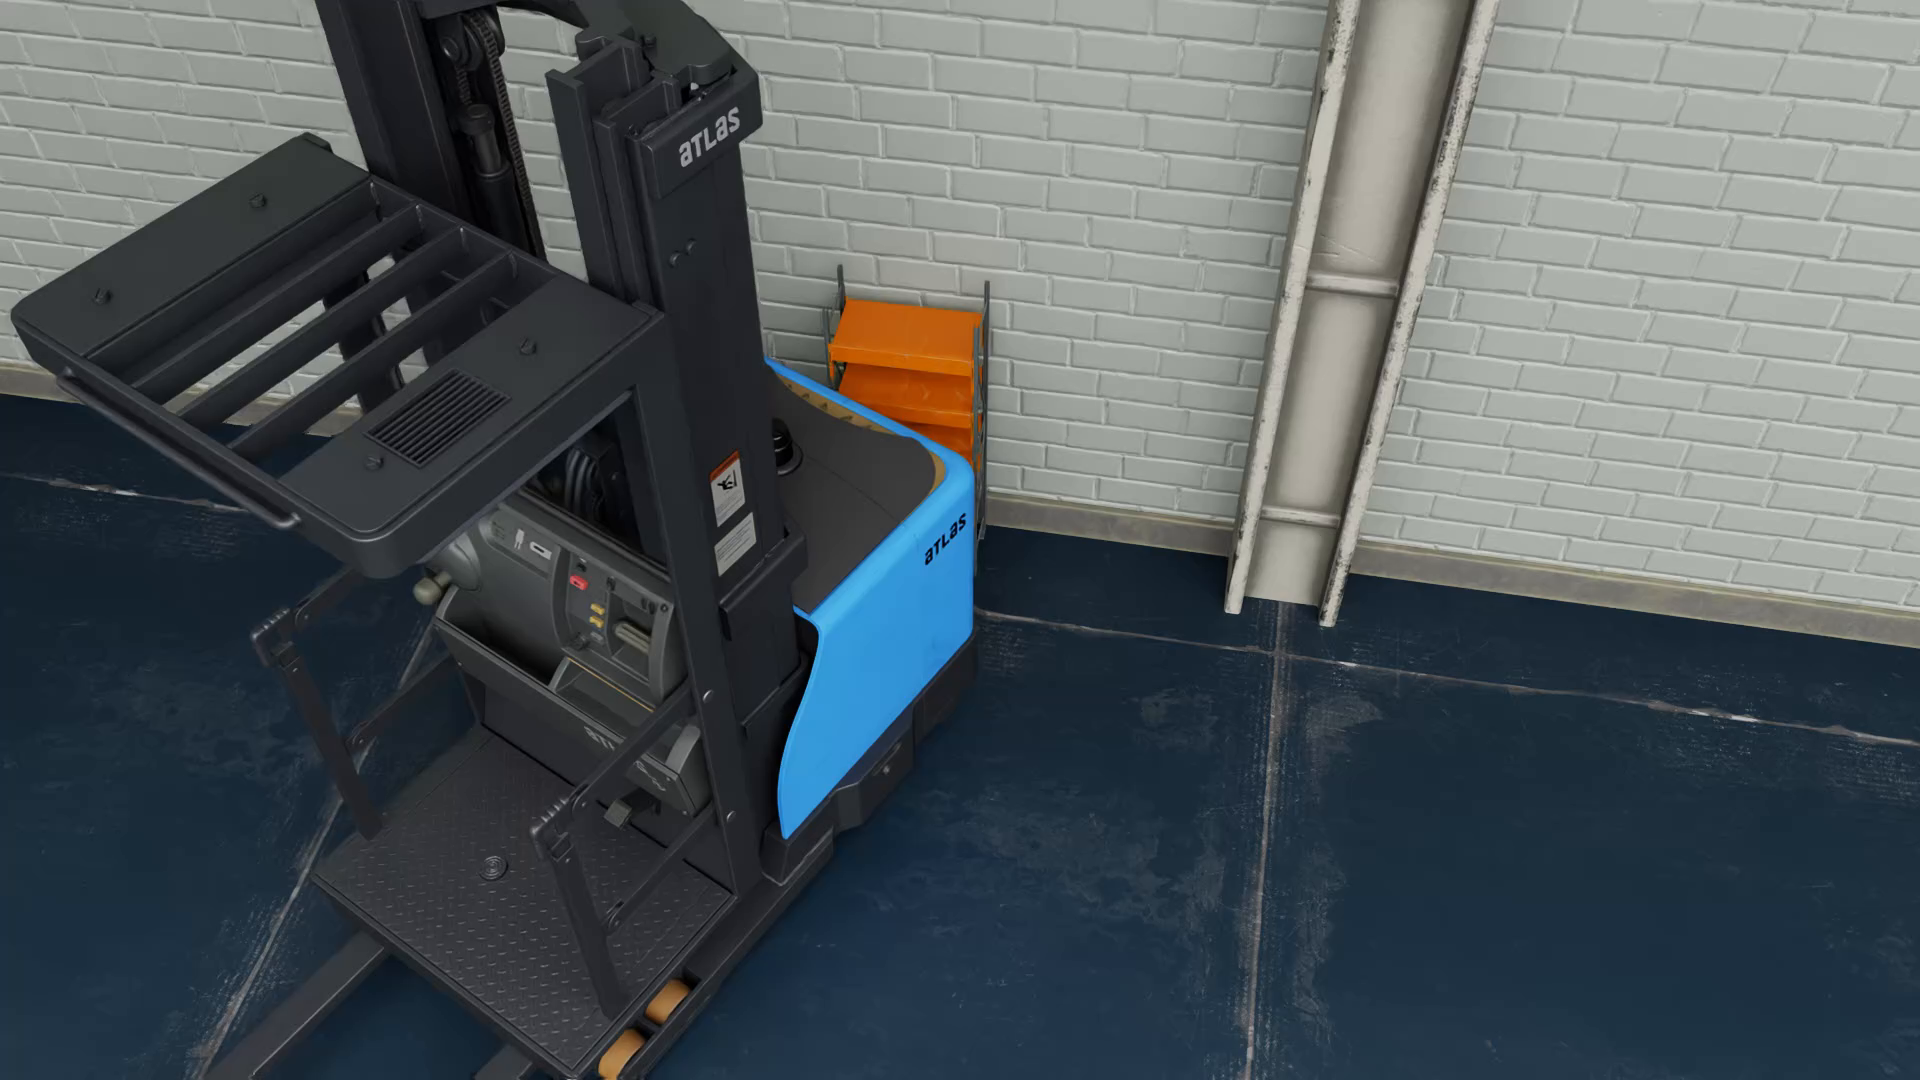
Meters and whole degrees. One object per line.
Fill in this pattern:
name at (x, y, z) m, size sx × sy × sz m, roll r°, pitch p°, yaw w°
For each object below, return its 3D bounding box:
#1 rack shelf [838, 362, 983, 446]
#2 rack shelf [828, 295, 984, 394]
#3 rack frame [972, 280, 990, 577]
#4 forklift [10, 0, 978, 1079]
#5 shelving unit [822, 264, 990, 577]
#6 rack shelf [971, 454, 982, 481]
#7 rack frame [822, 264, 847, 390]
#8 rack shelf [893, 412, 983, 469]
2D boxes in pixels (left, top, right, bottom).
rack shelf at (-0.171, -0.489, 5.672) m, size 0.480 × 0.148 × 0.258 m, roll 7°, pitch 49°, yaw 6°
rack shelf at (-0.171, -0.646, 5.496) m, size 0.480 × 0.148 × 0.258 m, roll 7°, pitch 49°, yaw 6°
rack frame at (0.070, -0.354, 5.761) m, size 0.015 × 1.200 × 0.240 m, roll 7°, pitch 49°, yaw 6°
forklift at (-1.204, 0.188, 4.111) m, size 1.130 × 2.935 × 3.031 m, roll 28°, pitch 54°, yaw 23°
shelving unit at (-0.171, -0.384, 5.788) m, size 0.503 × 1.200 × 0.258 m, roll 7°, pitch 49°, yaw 6°
rack shelf at (-0.171, -0.207, 5.986) m, size 0.480 × 0.148 × 0.258 m, roll 7°, pitch 49°, yaw 6°
rack frame at (-0.411, -0.415, 5.816) m, size 0.015 × 1.200 × 0.240 m, roll 7°, pitch 49°, yaw 6°
rack shelf at (-0.171, -0.339, 5.838) m, size 0.480 × 0.148 × 0.258 m, roll 7°, pitch 49°, yaw 6°
